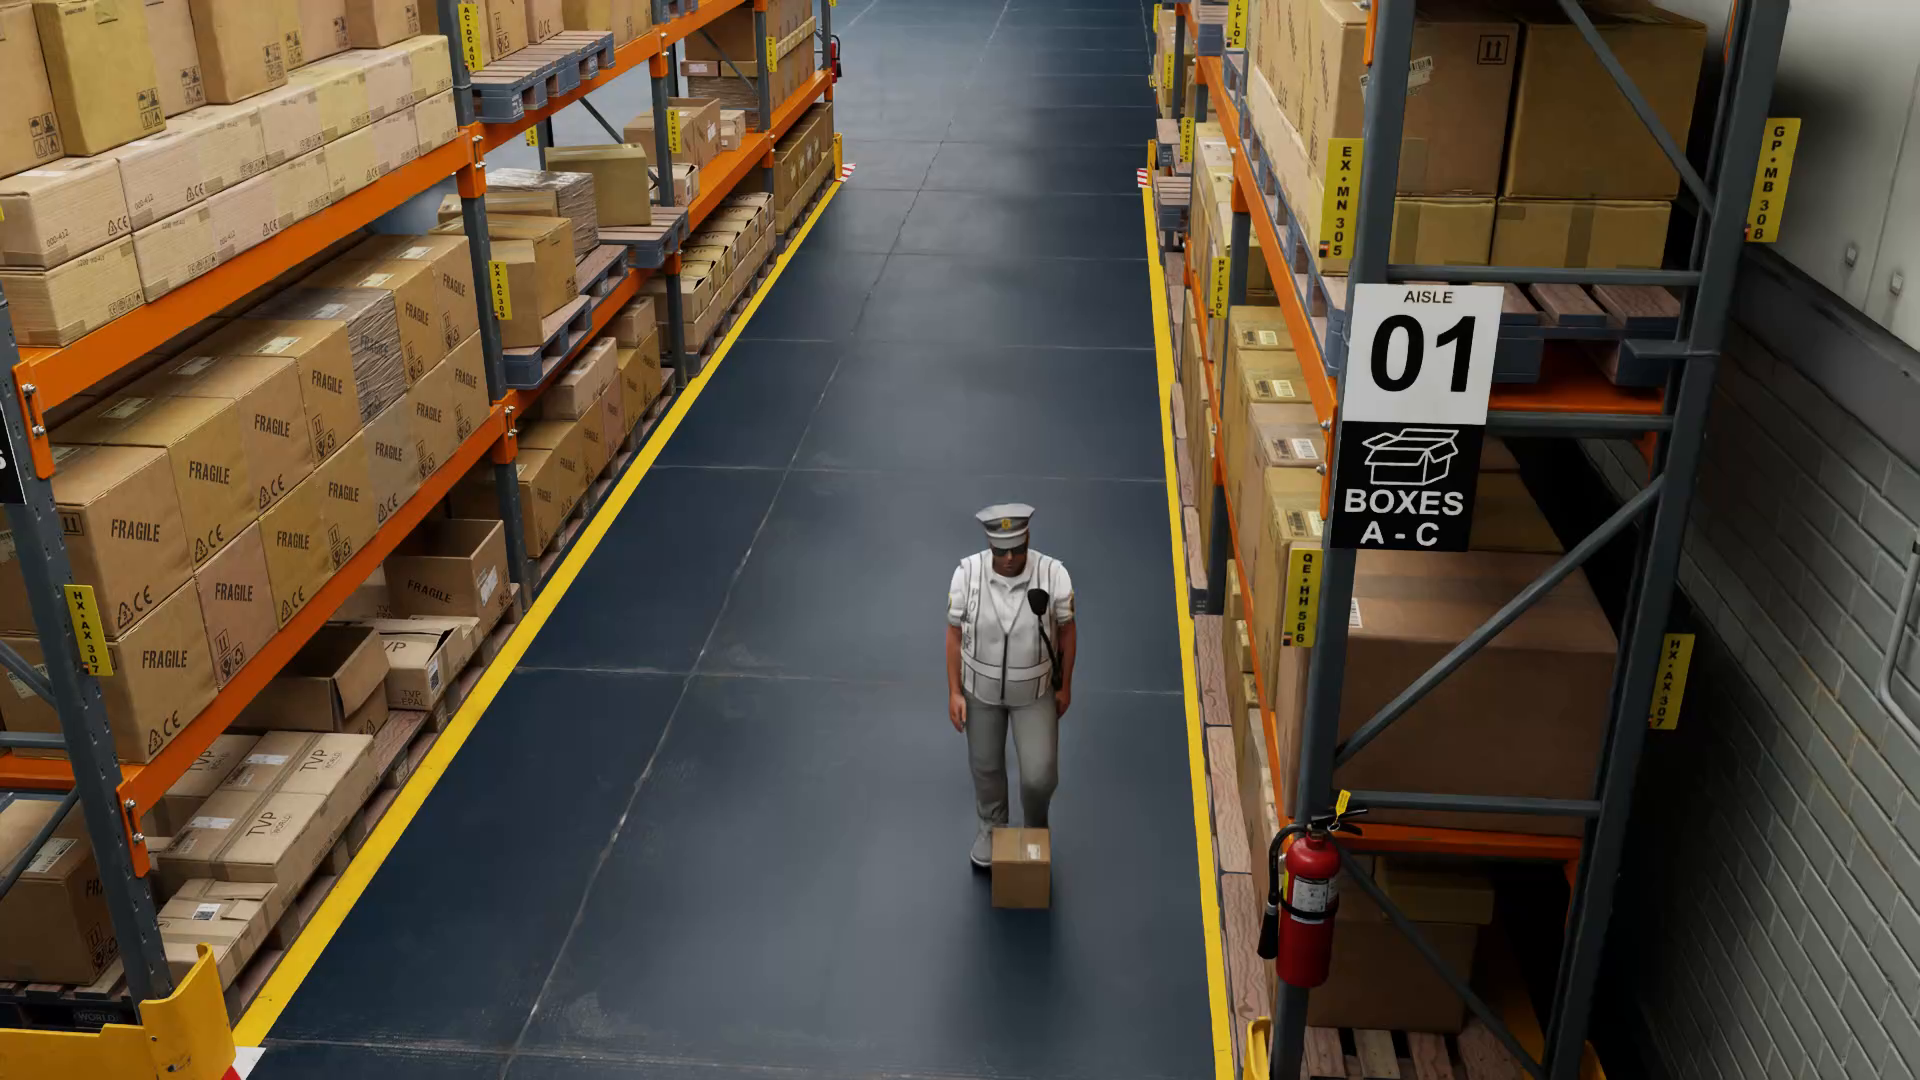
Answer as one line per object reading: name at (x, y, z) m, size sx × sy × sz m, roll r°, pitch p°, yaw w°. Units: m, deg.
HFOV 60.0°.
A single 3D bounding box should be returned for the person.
person at (0.217, 0.644, 7.169) m, size 0.549 × 1.777 × 0.462 m, roll 3°, pitch 25°, yaw 7°
